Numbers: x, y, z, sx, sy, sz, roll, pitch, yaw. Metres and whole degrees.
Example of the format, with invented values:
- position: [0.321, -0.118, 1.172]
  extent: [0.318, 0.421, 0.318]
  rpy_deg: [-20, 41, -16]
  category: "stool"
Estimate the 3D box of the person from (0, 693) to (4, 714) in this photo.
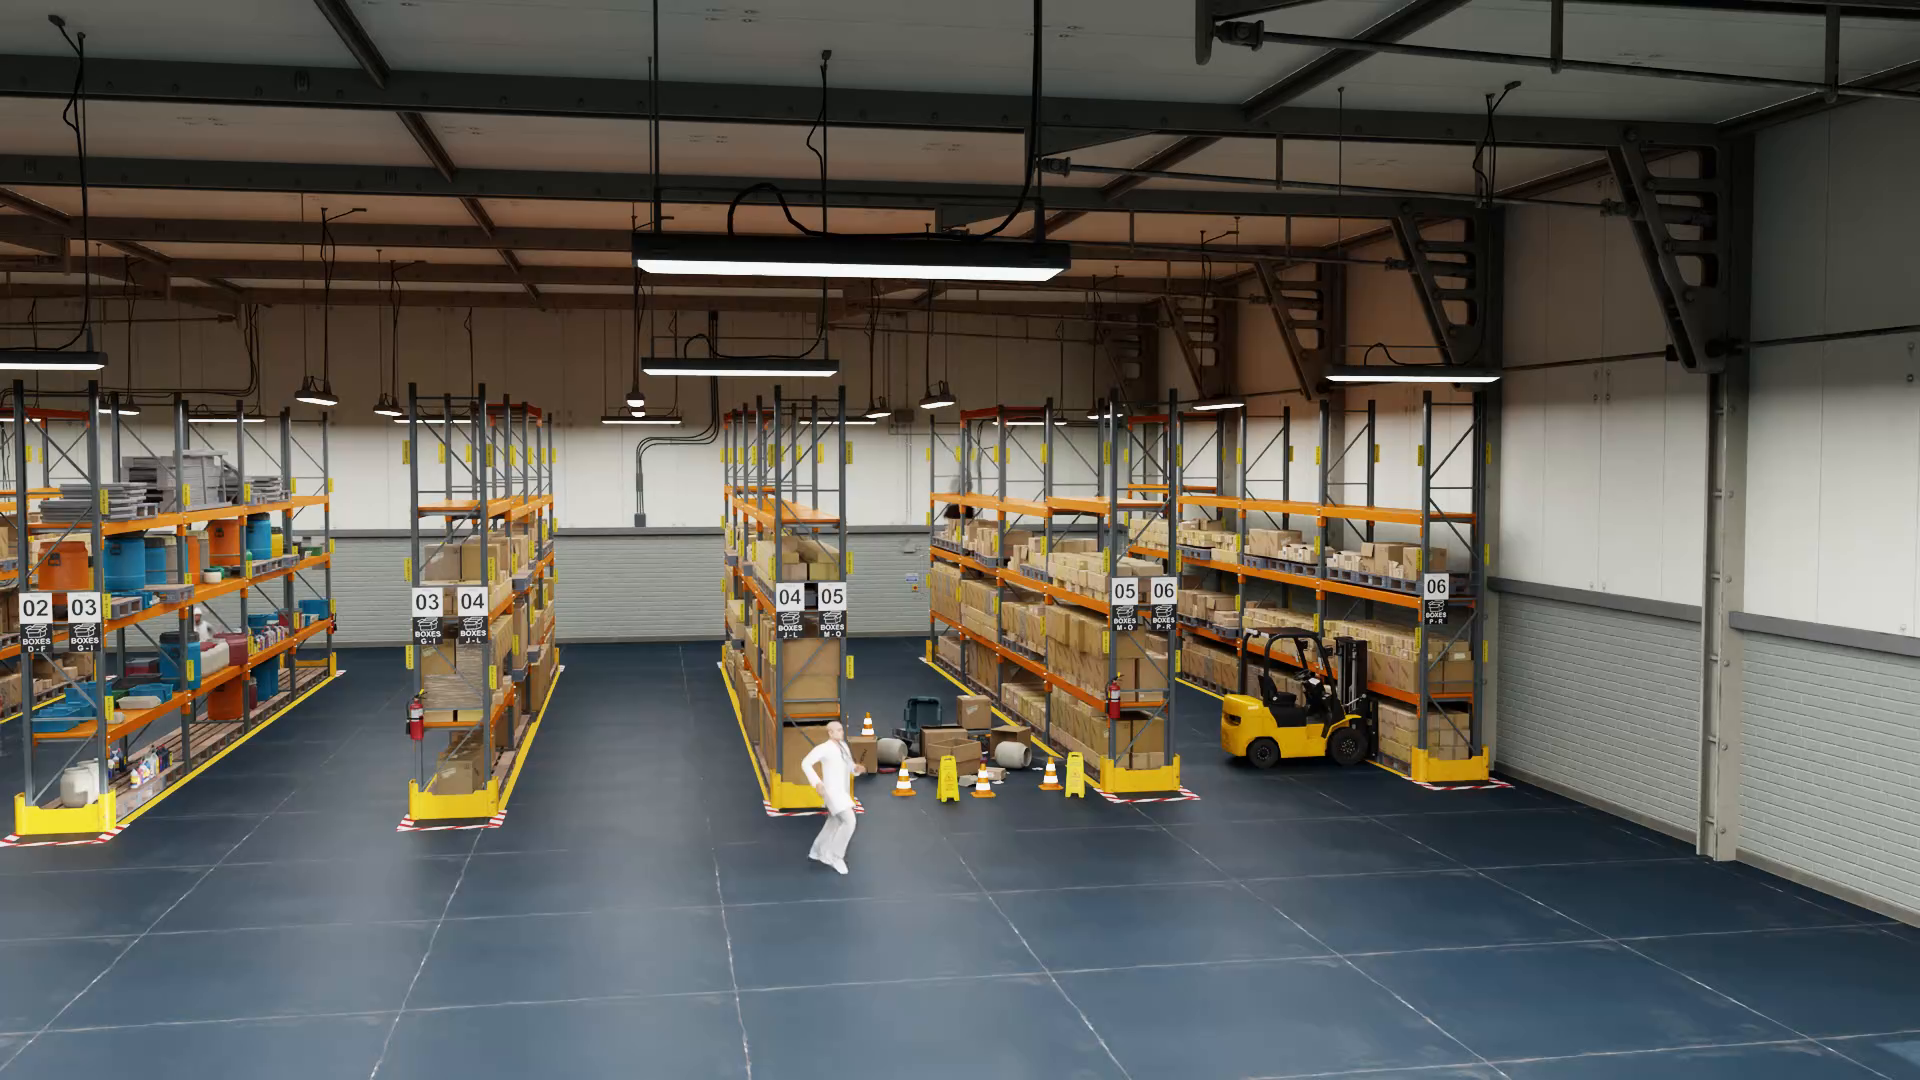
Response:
- position: [-15.337, 2.899, 25.961]
  extent: [0.698, 1.552, 0.945]
  rpy_deg: [-3, 4, -43]
  category: "person"

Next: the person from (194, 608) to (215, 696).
- position: [-16.026, 2.324, 34.965]
  extent: [0.635, 1.804, 0.907]
  rpy_deg: [-1, 3, -17]
  category: "person"

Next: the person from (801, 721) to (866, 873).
- position: [-1.497, 3.102, 20.095]
  extent: [0.804, 1.828, 0.673]
  rpy_deg: [1, 3, 23]
  category: "person"
